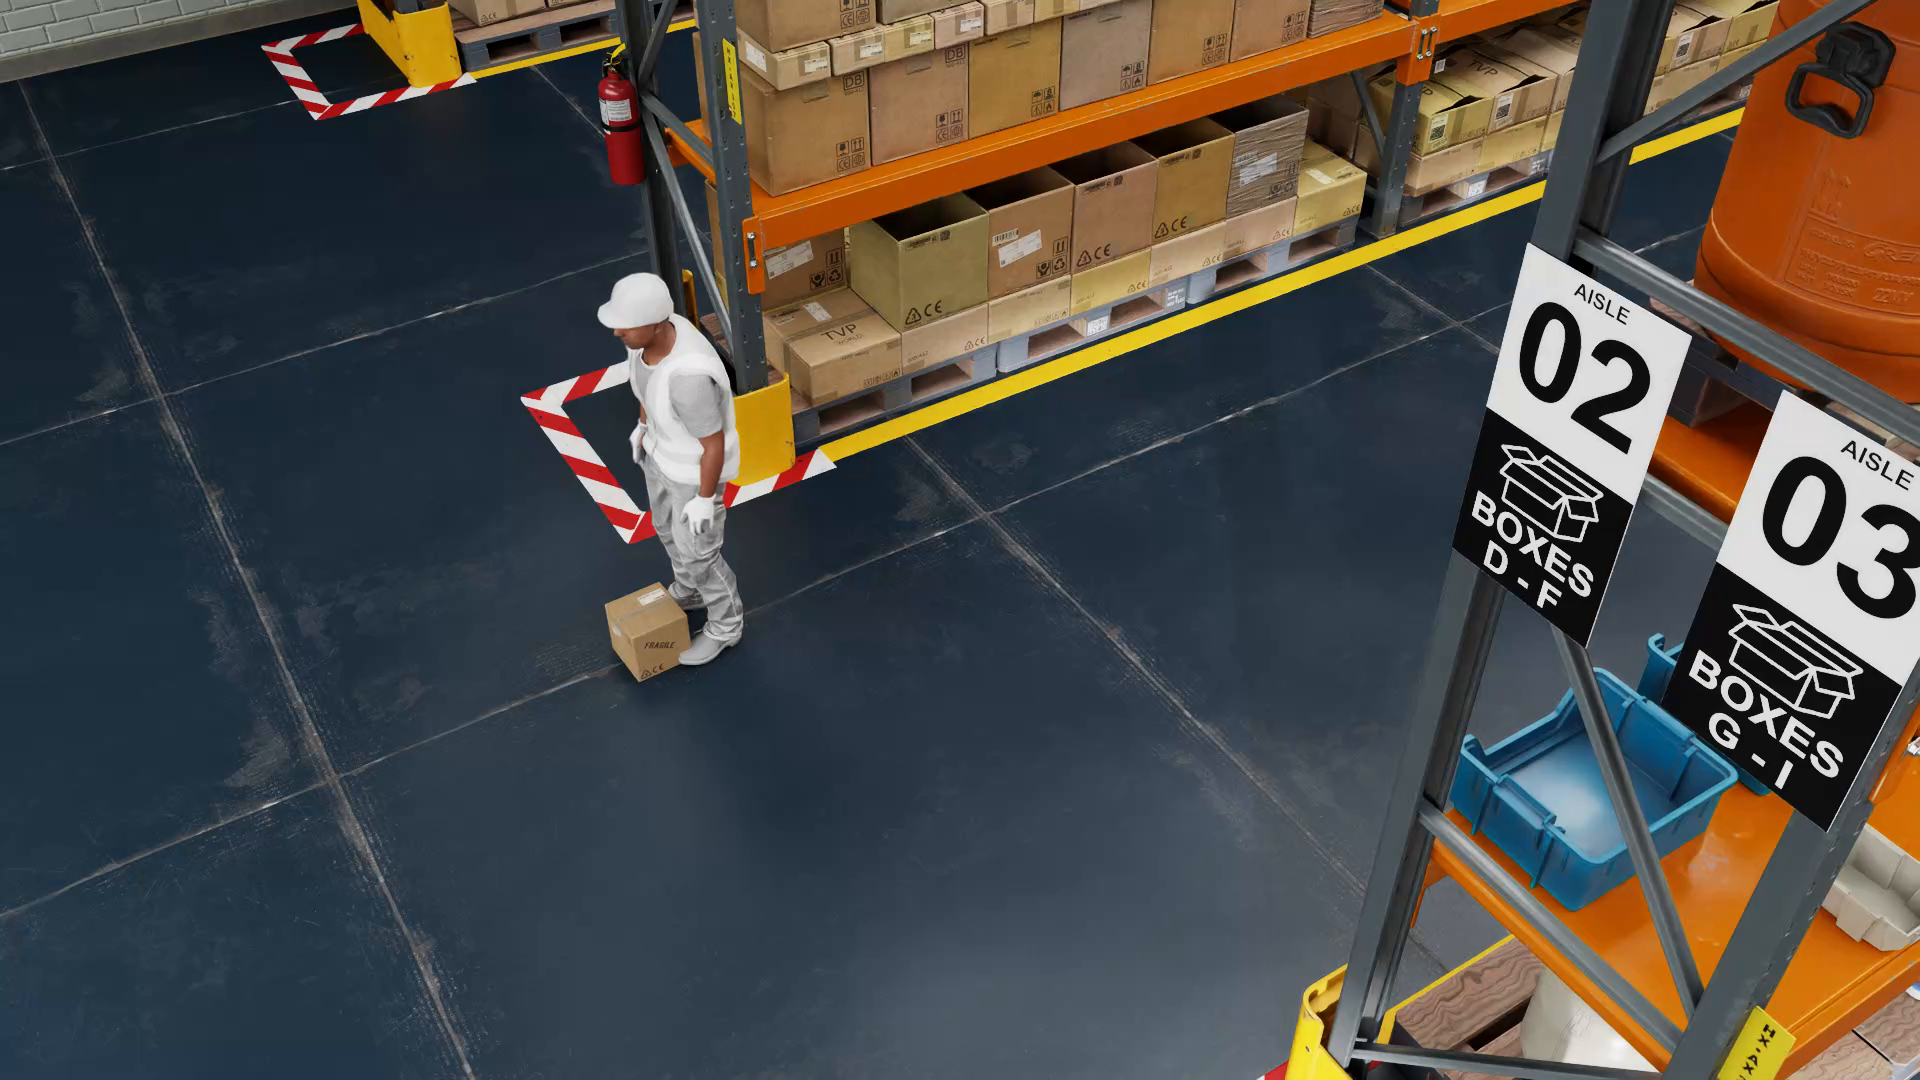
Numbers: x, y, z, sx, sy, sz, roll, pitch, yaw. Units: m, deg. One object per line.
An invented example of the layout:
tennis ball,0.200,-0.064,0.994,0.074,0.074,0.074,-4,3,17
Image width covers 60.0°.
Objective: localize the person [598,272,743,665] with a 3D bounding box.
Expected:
person,-1.099,-0.292,6.491,0.446,1.774,0.619,-22,45,-24
